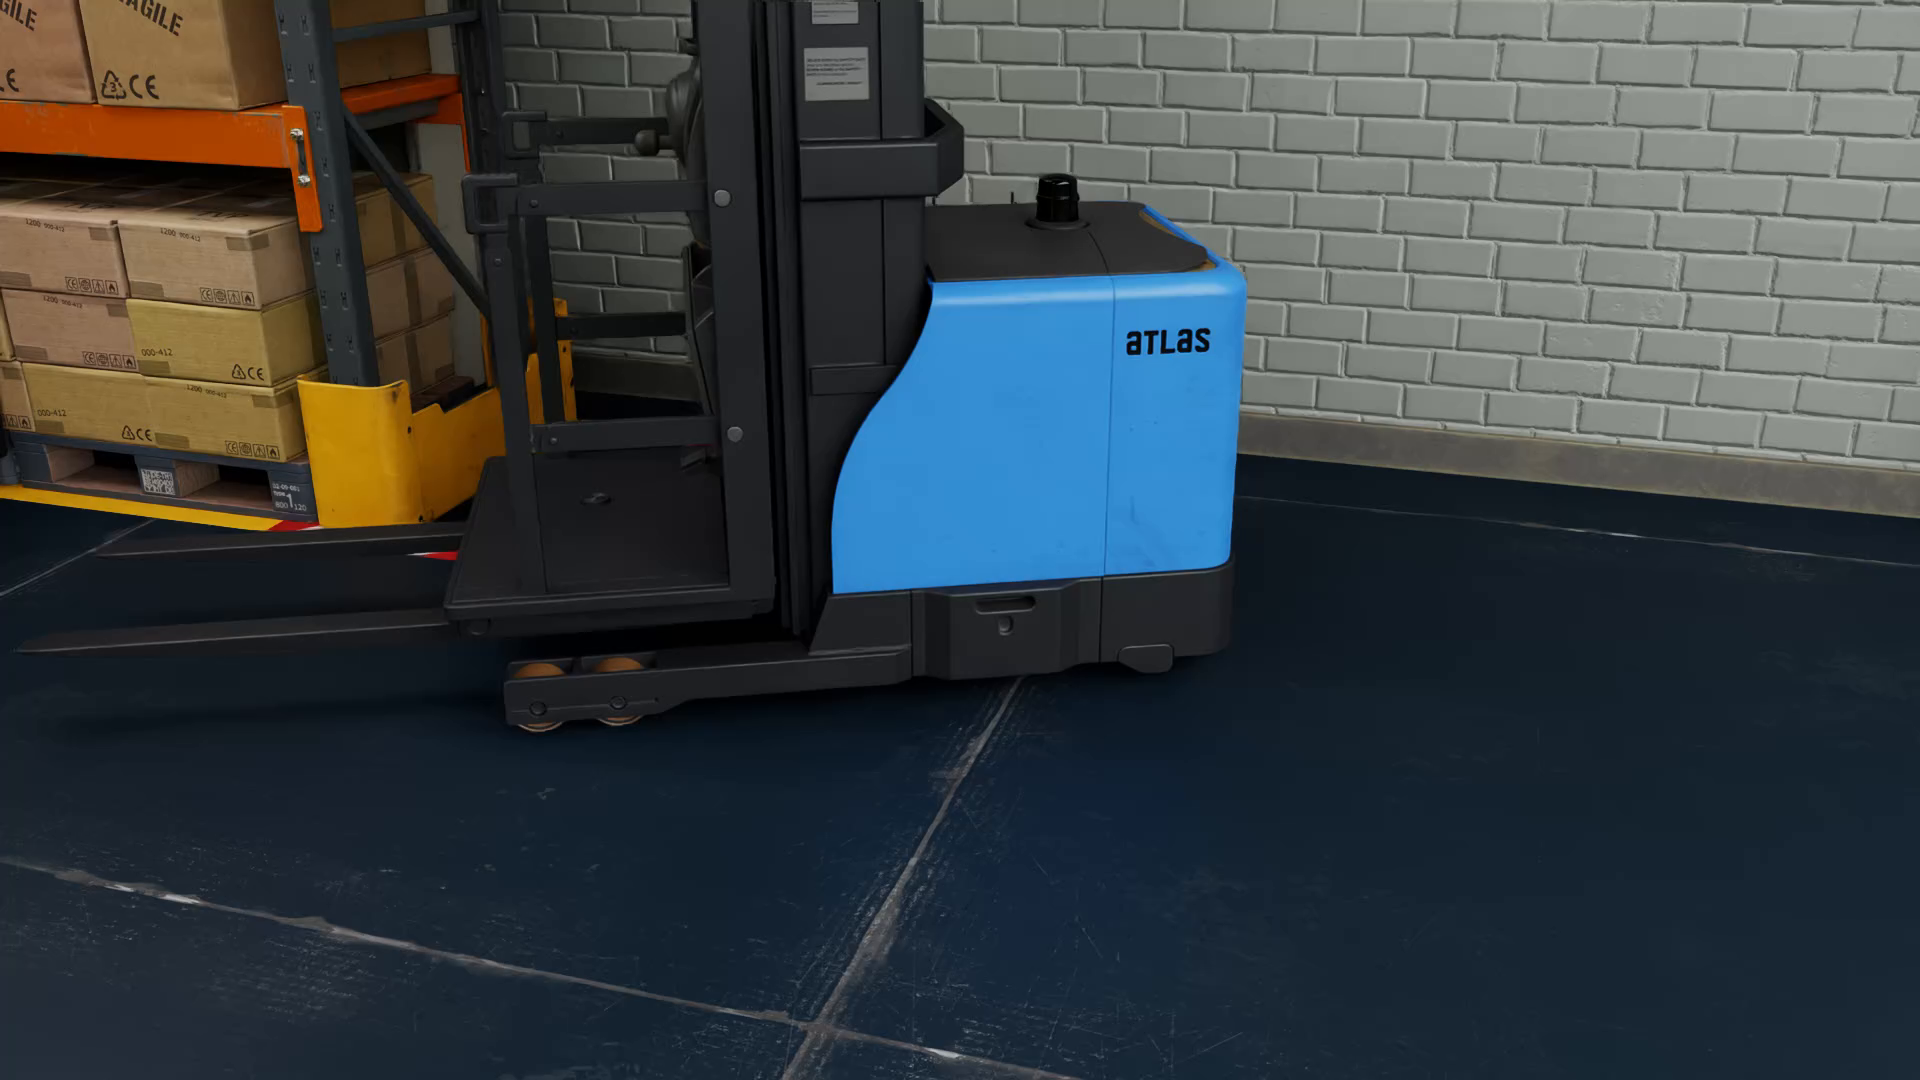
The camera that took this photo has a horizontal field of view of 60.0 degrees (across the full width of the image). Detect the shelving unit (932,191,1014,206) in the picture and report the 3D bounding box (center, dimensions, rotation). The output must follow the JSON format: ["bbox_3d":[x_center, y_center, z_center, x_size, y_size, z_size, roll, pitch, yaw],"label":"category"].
[{"bbox_3d":[0.052,-0.544,5.214,0.252,1.050,0.215,-3,22,-7],"label":"shelving unit"}]

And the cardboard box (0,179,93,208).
[{"bbox_3d":[-3.284,-1.044,5.614,0.500,0.250,0.500,7,23,16],"label":"cardboard box"}]

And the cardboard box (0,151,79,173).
[{"bbox_3d":[-3.625,-1.293,6.222,0.500,0.250,0.500,6,23,14],"label":"cardboard box"}]

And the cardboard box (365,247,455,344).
[{"bbox_3d":[-2.166,-0.897,5.914,0.500,0.250,0.500,7,23,16],"label":"cardboard box"}]

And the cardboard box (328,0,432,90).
[{"bbox_3d":[-2.170,-1.818,5.617,0.500,0.500,0.500,7,23,17],"label":"cardboard box"}]

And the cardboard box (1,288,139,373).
[{"bbox_3d":[-2.810,-0.768,5.601,0.500,0.250,0.500,6,23,15],"label":"cardboard box"}]

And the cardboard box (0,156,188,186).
[{"bbox_3d":[-3.137,-1.234,6.079,0.500,0.250,0.500,6,23,15],"label":"cardboard box"}]

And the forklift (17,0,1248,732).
[{"bbox_3d":[-0.845,-1.097,4.083,3.031,2.935,1.130,-4,23,-9],"label":"forklift"}]

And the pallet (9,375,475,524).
[{"bbox_3d":[-2.520,-0.395,5.954,1.213,0.211,1.003,7,23,16],"label":"pallet"}]

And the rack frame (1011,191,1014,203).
[{"bbox_3d":[0.172,-0.550,5.228,0.008,1.050,0.200,-3,22,-7],"label":"rack frame"}]

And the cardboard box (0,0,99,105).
[{"bbox_3d":[-2.817,-1.681,5.284,0.500,0.500,0.500,7,23,17],"label":"cardboard box"}]

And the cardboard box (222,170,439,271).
[{"bbox_3d":[-2.182,-1.122,5.806,0.500,0.250,0.500,6,23,15],"label":"cardboard box"}]

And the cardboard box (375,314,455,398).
[{"bbox_3d":[-2.190,-0.663,6.004,0.500,0.250,0.500,7,23,16],"label":"cardboard box"}]

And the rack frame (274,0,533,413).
[{"bbox_3d":[-1.776,-1.616,5.257,0.127,3.000,1.000,7,23,16],"label":"rack frame"}]

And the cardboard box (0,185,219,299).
[{"bbox_3d":[-2.798,-0.992,5.488,0.500,0.250,0.500,7,23,16],"label":"cardboard box"}]

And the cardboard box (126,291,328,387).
[{"bbox_3d":[-2.333,-0.709,5.458,0.500,0.250,0.500,6,23,15],"label":"cardboard box"}]

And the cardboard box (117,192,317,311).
[{"bbox_3d":[-2.307,-0.938,5.356,0.500,0.250,0.500,7,23,17],"label":"cardboard box"}]

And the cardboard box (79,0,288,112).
[{"bbox_3d":[-2.323,-1.621,5.137,0.500,0.500,0.500,6,23,14],"label":"cardboard box"}]

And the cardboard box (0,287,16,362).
[{"bbox_3d":[-3.310,-0.817,5.721,0.500,0.250,0.500,6,23,14],"label":"cardboard box"}]

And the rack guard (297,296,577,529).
[{"bbox_3d":[-1.753,-0.457,5.725,0.348,0.500,1.175,7,23,16],"label":"rack guard"}]

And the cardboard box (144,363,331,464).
[{"bbox_3d":[-2.317,-0.475,5.545,0.500,0.250,0.500,7,23,16],"label":"cardboard box"}]

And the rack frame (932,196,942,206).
[{"bbox_3d":[-0.069,-0.538,5.199,0.008,1.050,0.200,-3,22,-7],"label":"rack frame"}]

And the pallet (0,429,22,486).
[{"bbox_3d":[-3.685,-0.529,6.282,1.213,0.211,1.003,7,23,15],"label":"pallet"}]

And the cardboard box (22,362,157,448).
[{"bbox_3d":[-2.791,-0.533,5.686,0.500,0.250,0.500,7,23,15],"label":"cardboard box"}]

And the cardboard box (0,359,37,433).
[{"bbox_3d":[-3.267,-0.591,5.828,0.500,0.250,0.500,7,23,16],"label":"cardboard box"}]

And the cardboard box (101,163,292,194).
[{"bbox_3d":[-2.661,-1.176,5.936,0.500,0.250,0.500,7,23,16],"label":"cardboard box"}]

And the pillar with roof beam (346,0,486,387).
[{"bbox_3d":[-3.426,-3.231,1.290,0.400,9.000,9.100,7,23,16],"label":"pillar with roof beam"}]

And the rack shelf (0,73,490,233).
[{"bbox_3d":[-3.691,-1.502,5.928,4.000,0.370,1.077,7,23,16],"label":"rack shelf"}]
